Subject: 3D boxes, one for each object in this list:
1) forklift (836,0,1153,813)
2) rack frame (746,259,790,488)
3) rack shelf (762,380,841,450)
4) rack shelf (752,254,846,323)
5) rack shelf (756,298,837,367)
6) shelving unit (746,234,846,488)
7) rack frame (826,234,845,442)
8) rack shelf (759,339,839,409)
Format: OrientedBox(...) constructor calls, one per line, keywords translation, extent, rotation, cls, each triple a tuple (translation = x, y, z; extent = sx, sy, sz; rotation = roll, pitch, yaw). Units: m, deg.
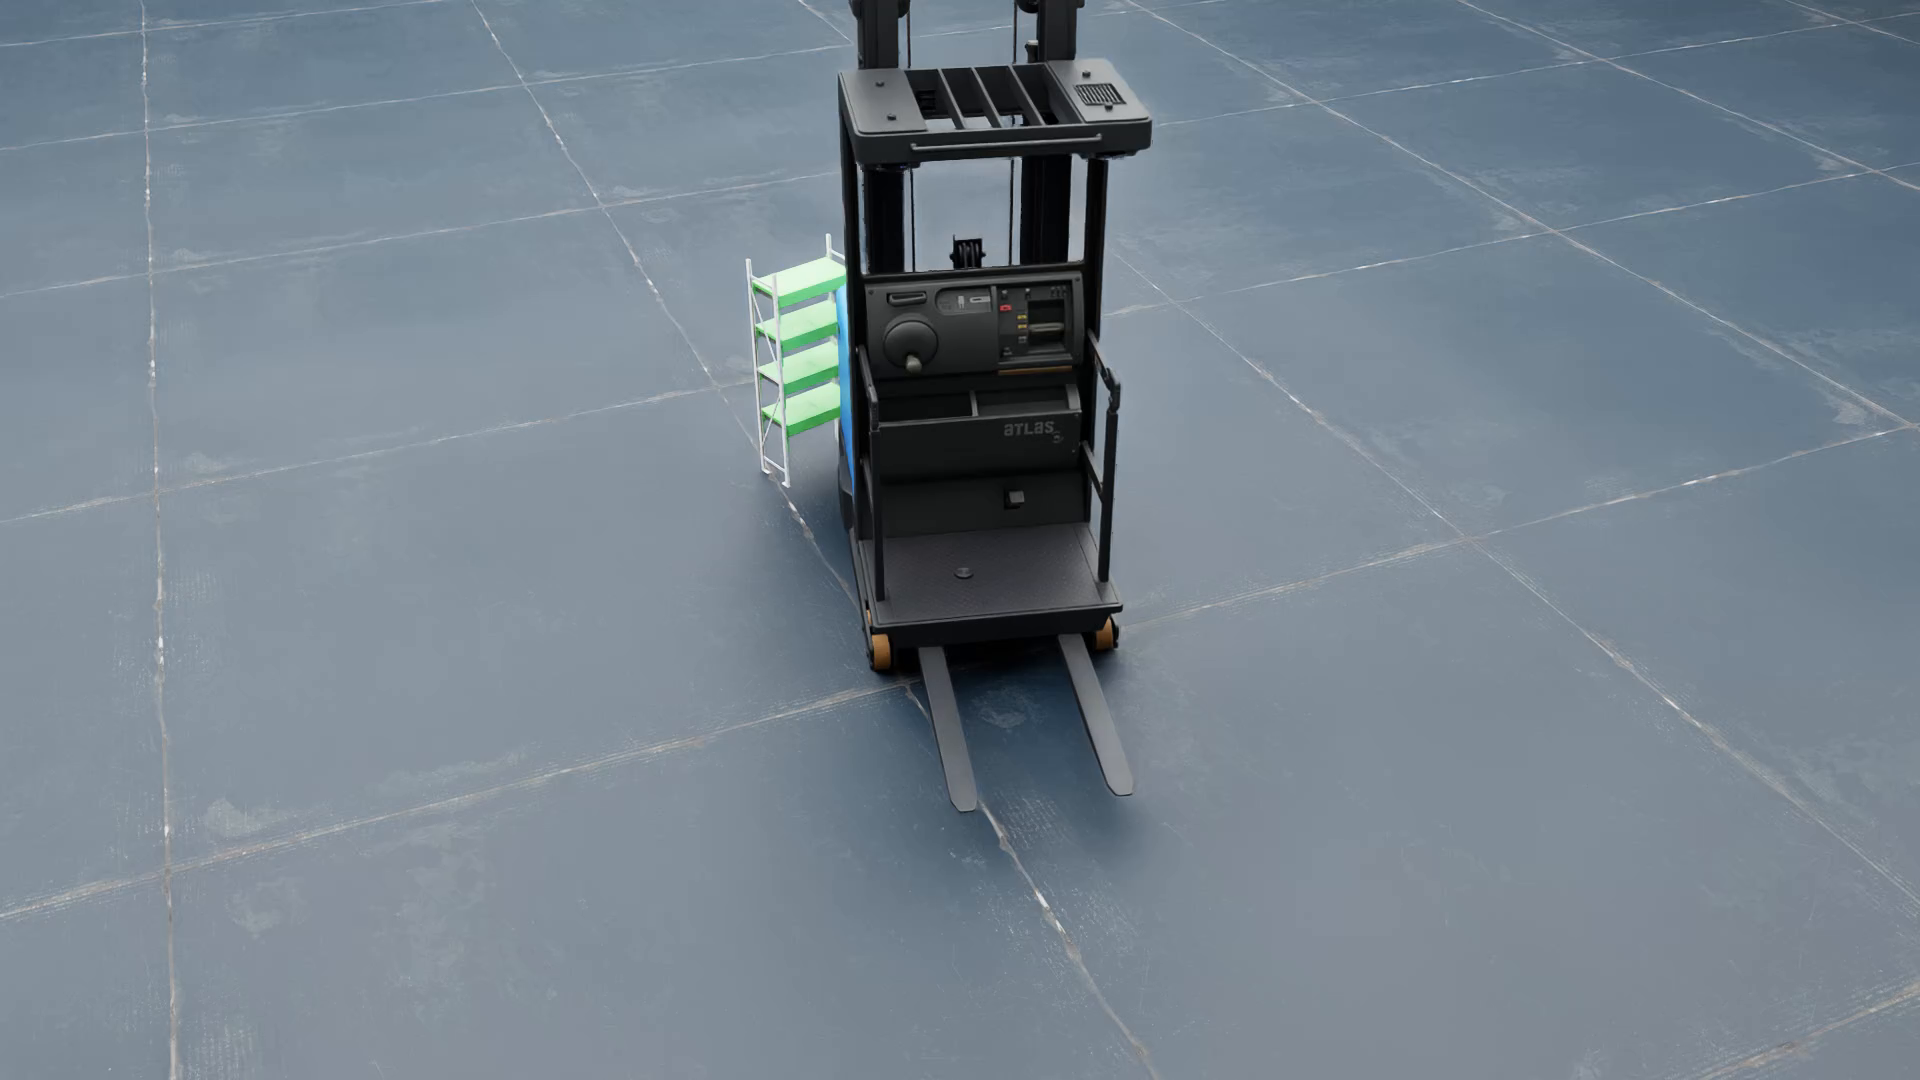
OrientedBox(translation=(0.101, -0.860, 6.884), extent=(1.130, 2.935, 3.031), rotation=(-5, 33, -7), cls="forklift")
OrientedBox(translation=(-0.968, -0.827, 8.421), extent=(0.015, 1.200, 0.240), rotation=(-25, 40, -33), cls="rack frame")
OrientedBox(translation=(-0.782, -0.658, 8.719), extent=(0.480, 0.148, 0.258), rotation=(-25, 40, -33), cls="rack shelf")
OrientedBox(translation=(-0.782, -1.262, 8.326), extent=(0.480, 0.148, 0.258), rotation=(-25, 40, -33), cls="rack shelf")
OrientedBox(translation=(-0.782, -1.061, 8.457), extent=(0.480, 0.148, 0.258), rotation=(-25, 40, -33), cls="rack shelf")
OrientedBox(translation=(-0.782, -0.913, 8.553), extent=(0.503, 1.200, 0.258), rotation=(-25, 40, -33), cls="shelving unit")
OrientedBox(translation=(-0.596, -0.999, 8.685), extent=(0.015, 1.200, 0.240), rotation=(-25, 40, -33), cls="rack frame")
OrientedBox(translation=(-0.782, -0.859, 8.588), extent=(0.480, 0.148, 0.258), rotation=(-25, 40, -33), cls="rack shelf")
